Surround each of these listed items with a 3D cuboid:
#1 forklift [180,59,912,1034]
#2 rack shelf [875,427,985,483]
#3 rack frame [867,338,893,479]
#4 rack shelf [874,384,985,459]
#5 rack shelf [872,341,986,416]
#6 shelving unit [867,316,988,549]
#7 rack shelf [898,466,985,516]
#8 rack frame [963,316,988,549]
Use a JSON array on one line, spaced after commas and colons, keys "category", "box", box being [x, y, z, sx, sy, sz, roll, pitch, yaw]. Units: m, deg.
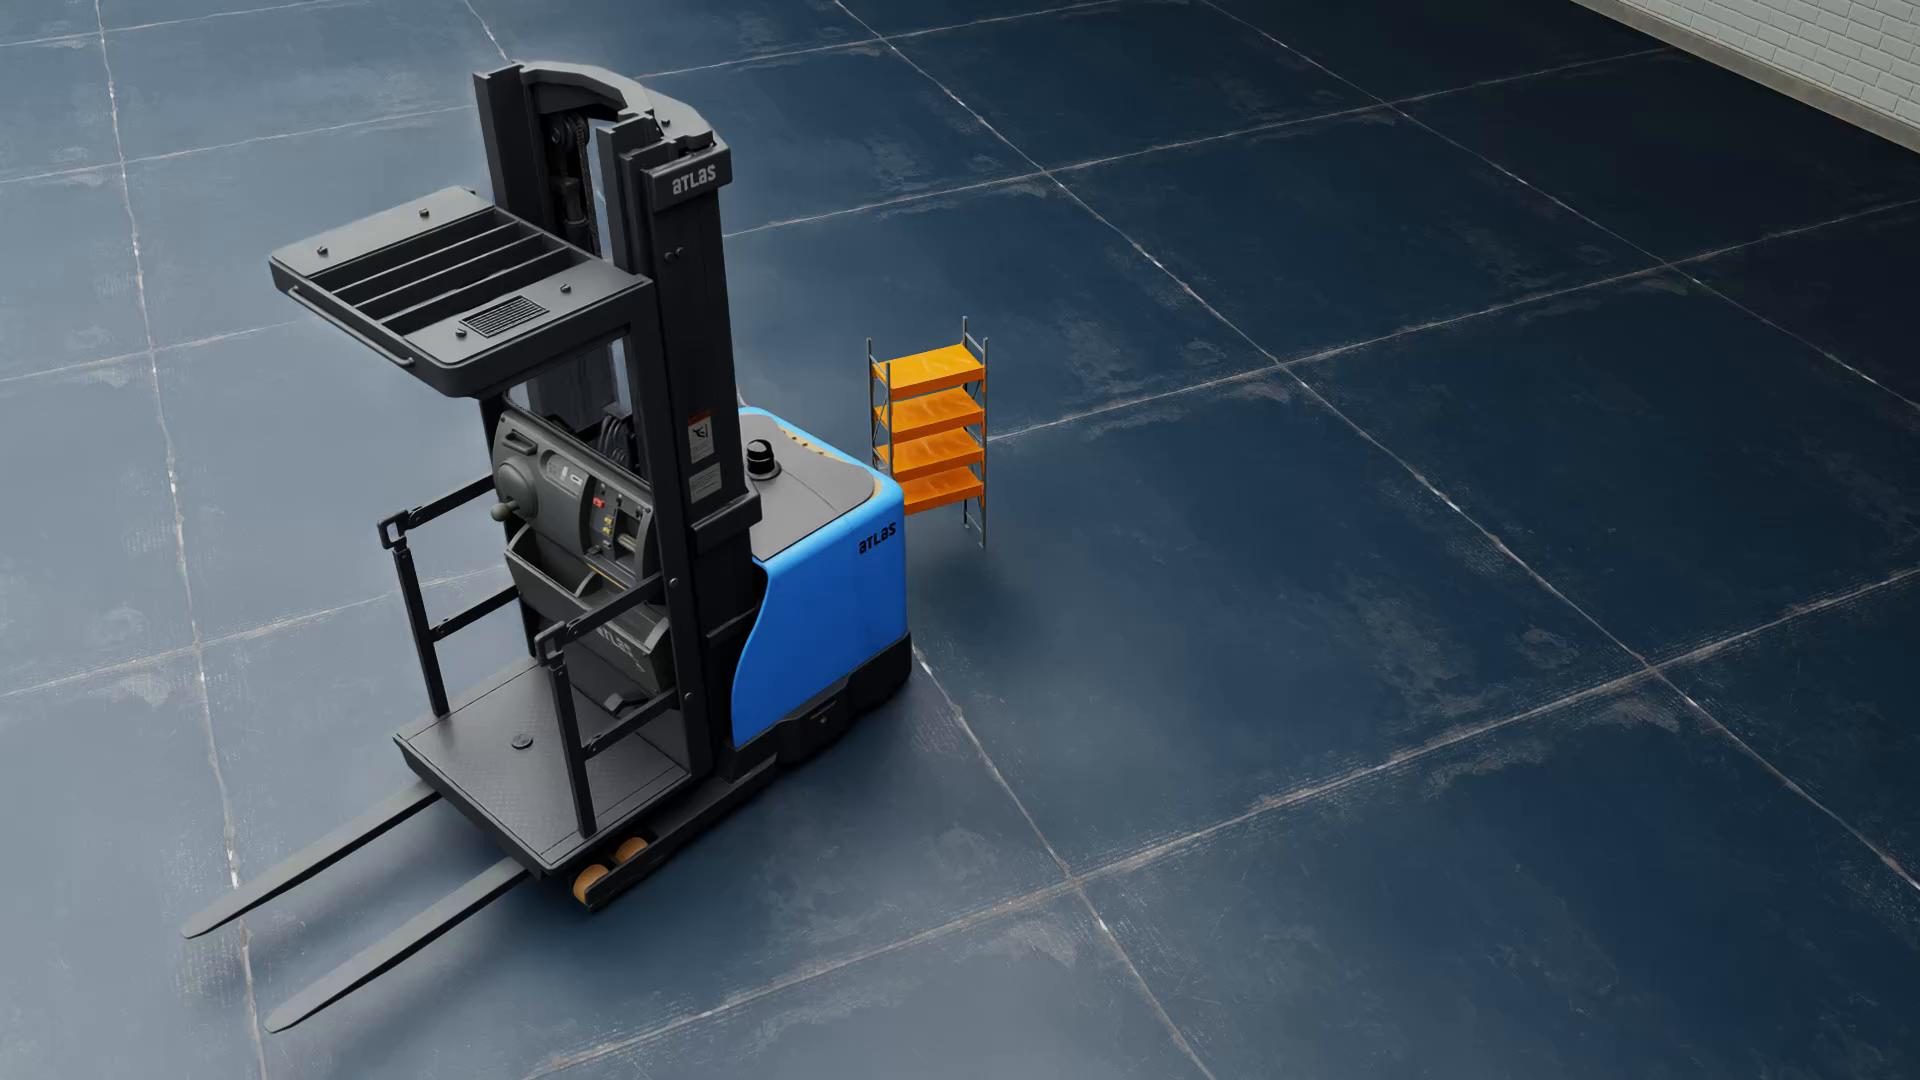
[{"category": "forklift", "box": [-1.588, -0.094, 6.059, 1.130, 2.935, 3.031, 29, 45, 33]}, {"category": "rack shelf", "box": [-0.150, -0.386, 8.019, 0.480, 0.148, 0.258, -16, 39, -20]}, {"category": "rack frame", "box": [-0.371, -0.378, 7.896, 0.015, 1.200, 0.240, -16, 39, -20]}, {"category": "rack shelf", "box": [-0.150, -0.566, 7.886, 0.480, 0.148, 0.258, -16, 39, -20]}, {"category": "rack shelf", "box": [-0.150, -0.756, 7.745, 0.480, 0.148, 0.258, -16, 39, -20]}, {"category": "shelving unit", "box": [-0.150, -0.440, 7.979, 0.503, 1.200, 0.258, -16, 39, -20]}, {"category": "rack shelf", "box": [-0.150, -0.226, 8.138, 0.480, 0.148, 0.258, -16, 39, -20]}, {"category": "rack frame", "box": [0.071, -0.502, 8.062, 0.015, 1.200, 0.240, -16, 39, -20]}]
